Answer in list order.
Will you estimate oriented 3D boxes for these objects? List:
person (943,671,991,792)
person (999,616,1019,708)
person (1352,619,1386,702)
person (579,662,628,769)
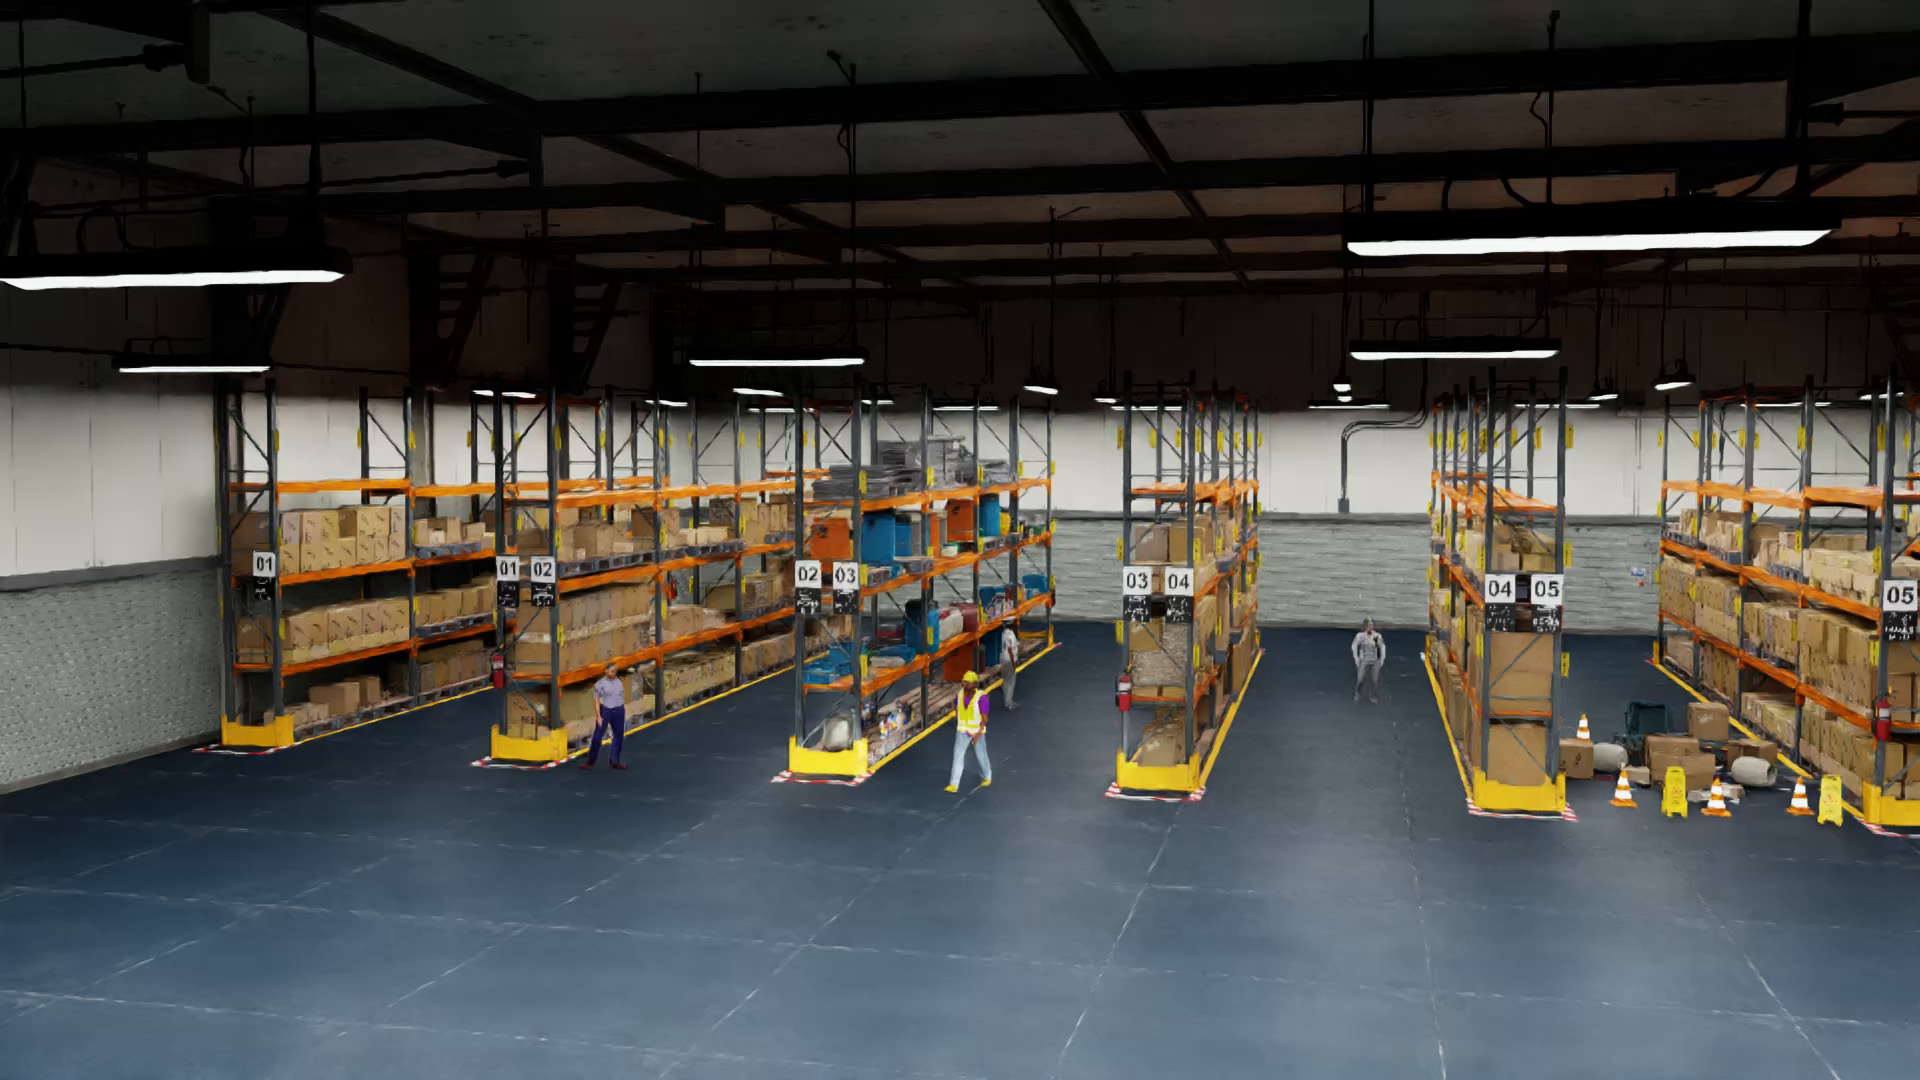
[{"bbox_3d":[0.155,2.716,23.712,0.571,1.705,1.042,1,4,23],"label":"person"},{"bbox_3d":[0.937,2.314,31.314,0.368,1.737,0.532,-1,4,-15],"label":"person"},{"bbox_3d":[7.800,2.290,31.748,0.639,1.632,0.512,1,3,11],"label":"person"},{"bbox_3d":[-5.440,2.671,25.300,0.679,1.644,0.485,-3,4,-36],"label":"person"}]
